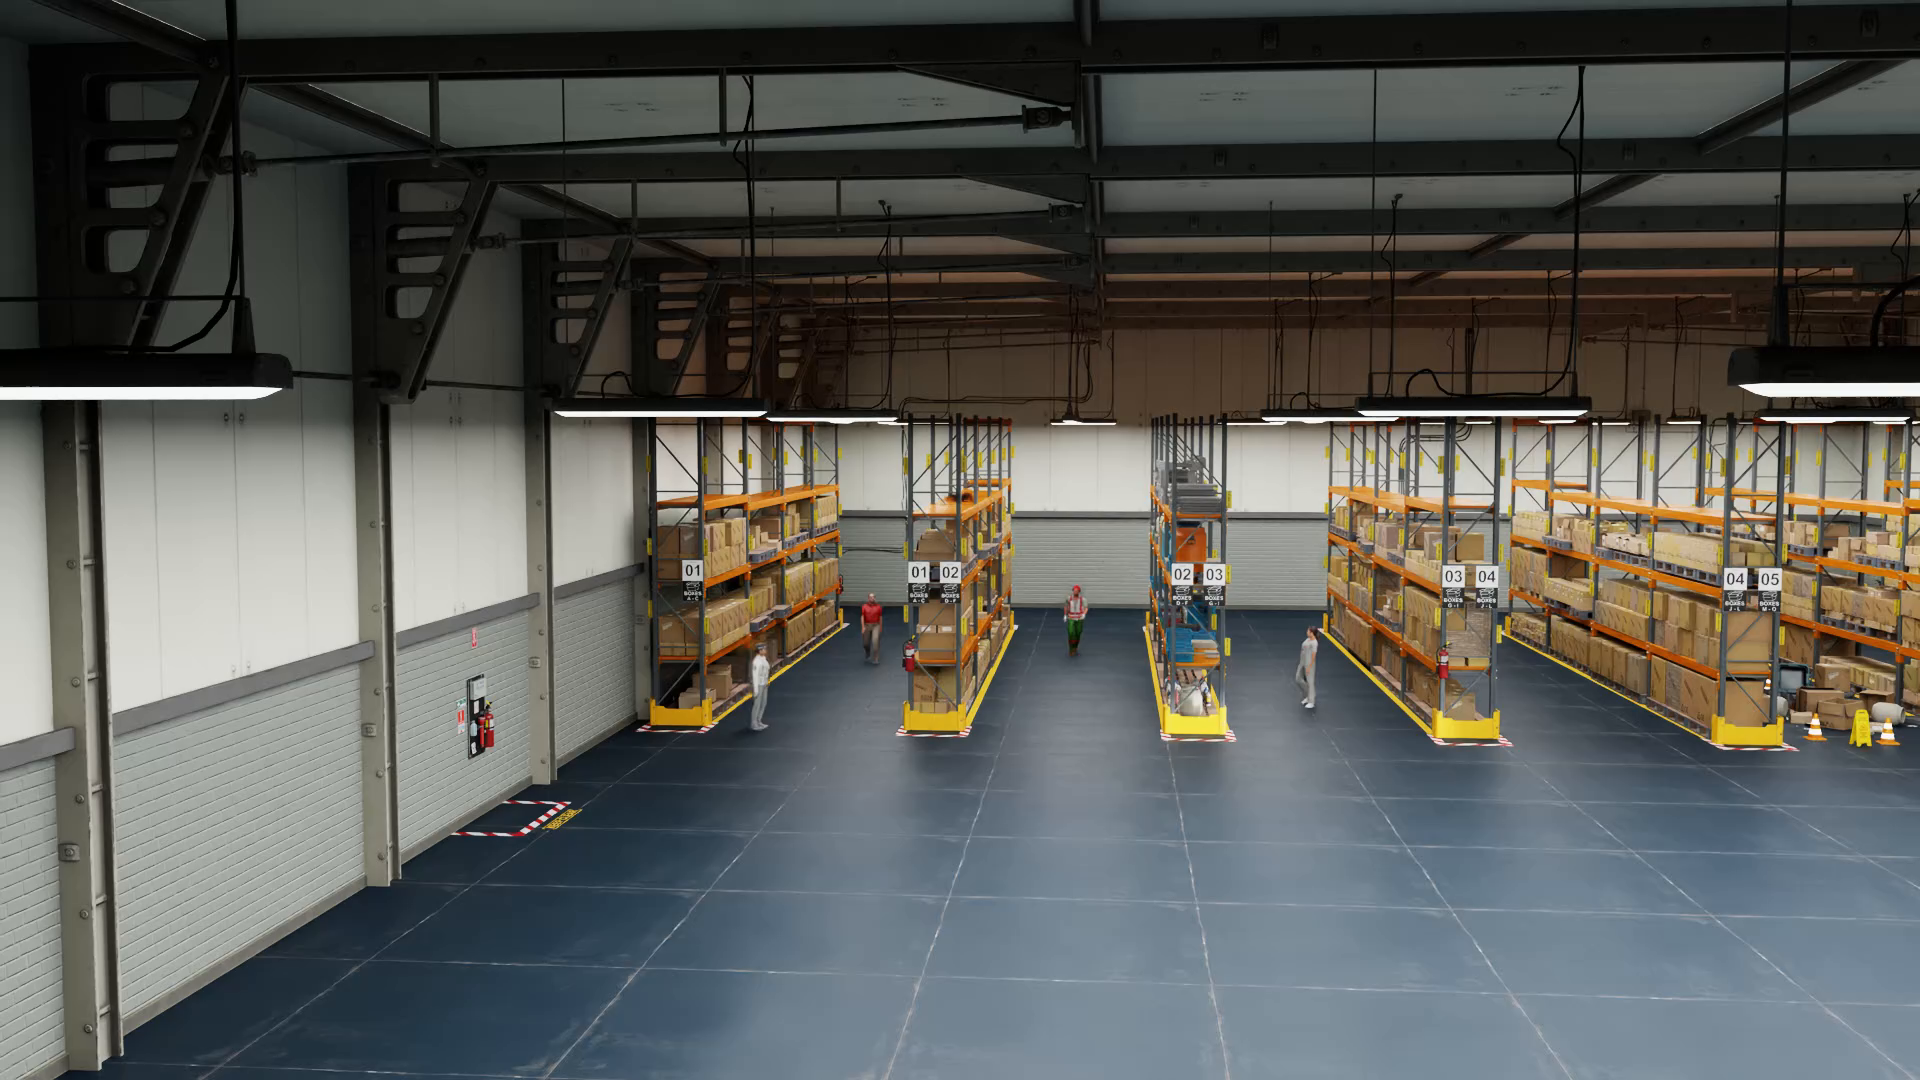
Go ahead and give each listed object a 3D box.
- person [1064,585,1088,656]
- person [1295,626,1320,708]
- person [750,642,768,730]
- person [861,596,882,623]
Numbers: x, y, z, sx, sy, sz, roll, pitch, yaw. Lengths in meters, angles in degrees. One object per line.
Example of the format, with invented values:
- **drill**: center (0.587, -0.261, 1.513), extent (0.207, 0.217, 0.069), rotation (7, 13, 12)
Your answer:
- **person**: center (2.936, 2.049, 42.181), extent (0.607, 1.809, 0.877), rotation (0, 4, 4)
- **person**: center (7.168, 2.586, 34.183), extent (0.446, 1.668, 0.531), rotation (-2, 4, -23)
- **person**: center (-3.804, 2.763, 31.604), extent (0.357, 1.679, 0.382), rotation (1, 4, 15)
- **person**: center (-2.159, 1.708, 40.532), extent (0.519, 0.671, 0.383), rotation (0, 4, 2)
